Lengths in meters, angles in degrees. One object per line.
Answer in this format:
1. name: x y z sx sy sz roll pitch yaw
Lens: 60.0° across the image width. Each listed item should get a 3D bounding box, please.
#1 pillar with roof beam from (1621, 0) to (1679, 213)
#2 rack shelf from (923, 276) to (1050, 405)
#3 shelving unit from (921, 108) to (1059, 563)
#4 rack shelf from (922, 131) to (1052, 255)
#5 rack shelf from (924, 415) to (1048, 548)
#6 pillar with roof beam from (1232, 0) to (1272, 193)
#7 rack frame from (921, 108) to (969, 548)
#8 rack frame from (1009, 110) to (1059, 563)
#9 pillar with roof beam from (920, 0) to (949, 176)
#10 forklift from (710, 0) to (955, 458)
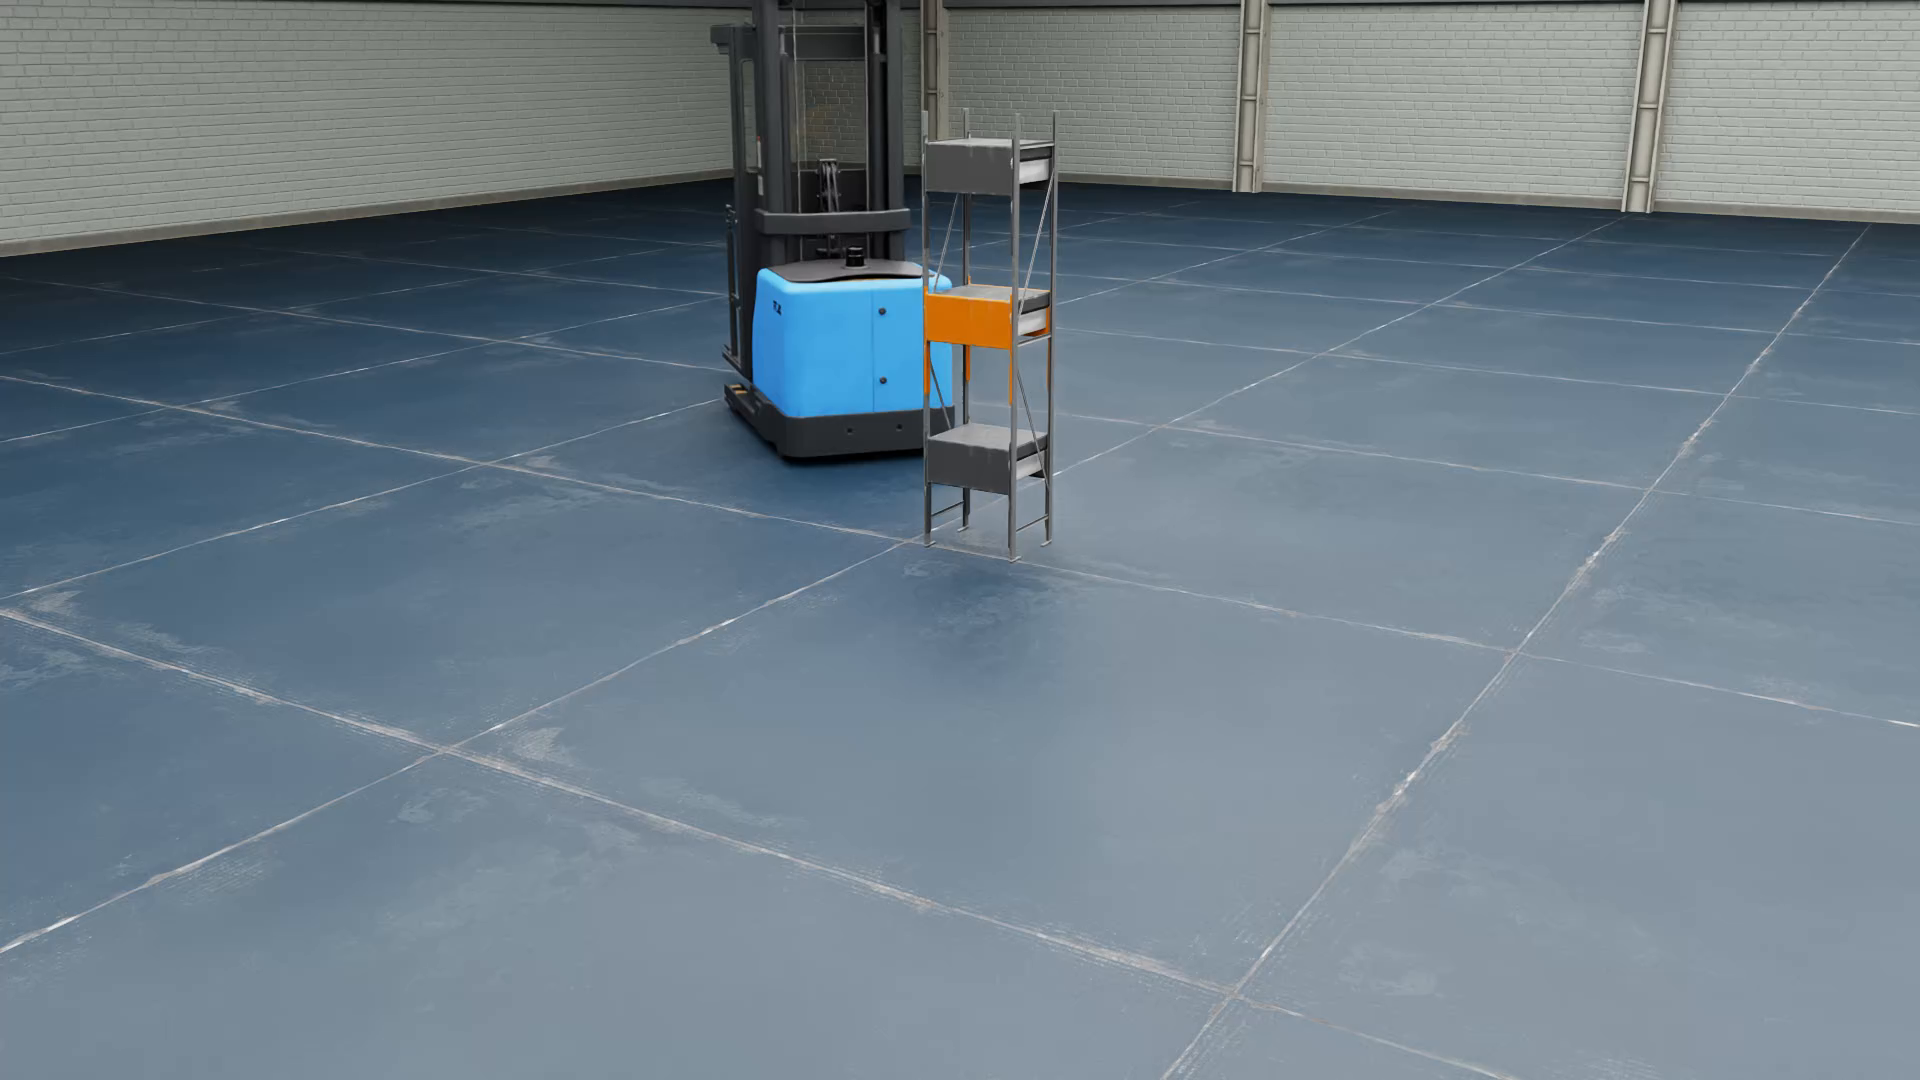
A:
1. pillar with roof beam: 7.522 -7.984 19.183 0.400 9.000 9.100 10 20 30
2. rack shelf: 0.141 -0.966 7.997 0.480 0.518 0.431 10 20 30
3. shelving unit: 0.141 -0.979 7.993 0.503 2.100 0.431 10 20 30
4. rack shelf: 0.141 -1.636 7.794 0.480 0.518 0.431 10 20 30
5. rack shelf: 0.141 -0.297 8.201 0.480 0.518 0.431 10 20 30
6. pillar with roof beam: 2.410 -8.897 22.187 0.400 9.000 9.100 10 20 30
7. rack frame: -0.067 -1.017 8.115 0.015 2.100 0.400 10 20 30
8. rack frame: 0.349 -0.942 7.871 0.015 2.100 0.400 10 20 30
9. pillar with roof beam: -2.703 -9.809 25.192 0.400 9.000 9.100 10 20 30
10. forklift: -0.969 -2.273 10.820 1.130 2.935 3.031 -5 18 -17
